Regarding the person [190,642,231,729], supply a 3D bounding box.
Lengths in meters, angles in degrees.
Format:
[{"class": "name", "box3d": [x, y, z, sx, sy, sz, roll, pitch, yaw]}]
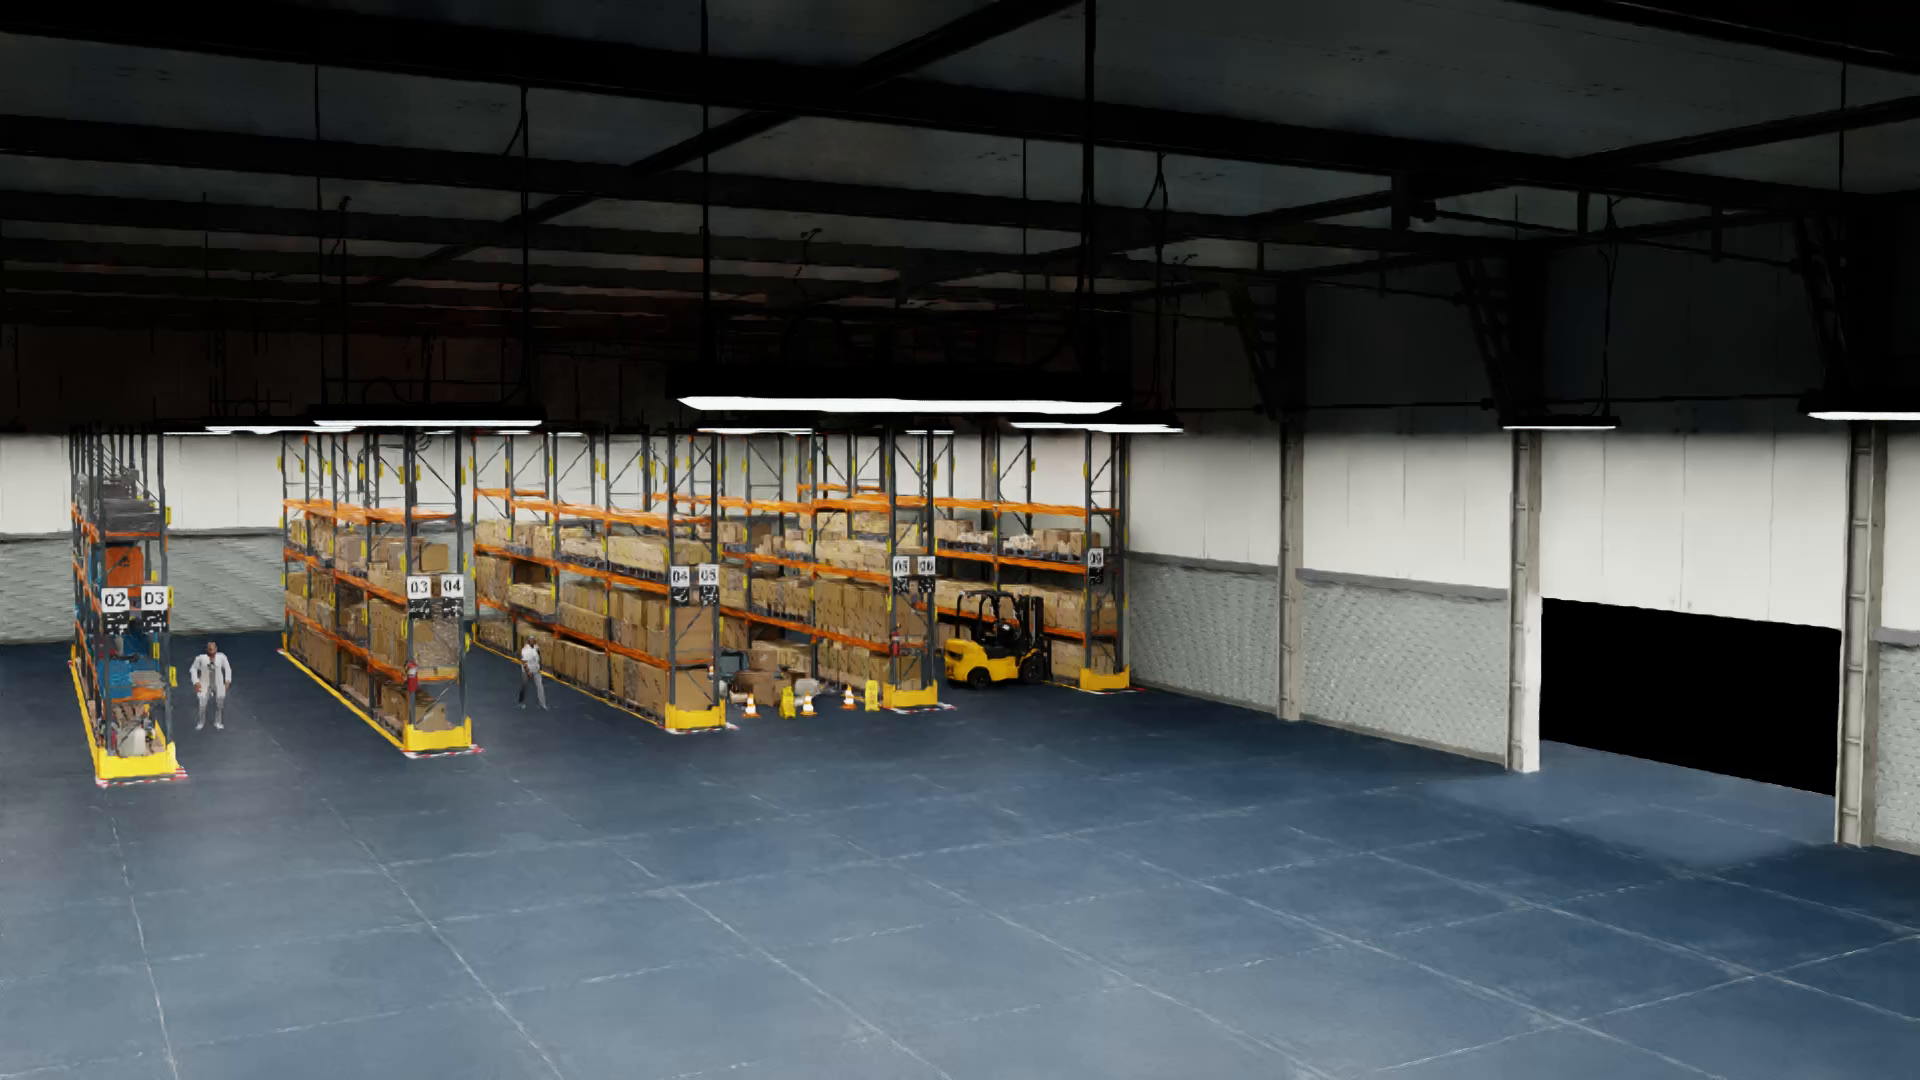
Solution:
[{"class": "person", "box3d": [-14.695, 2.846, 32.615, 0.729, 1.733, 0.544, -2, 4, -31]}]

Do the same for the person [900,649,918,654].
[{"class": "person", "box3d": [-1.198, 2.408, 39.212, 0.588, 1.758, 0.469, 2, 4, 29]}]

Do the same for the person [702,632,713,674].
[{"class": "person", "box3d": [-6.078, 2.406, 39.907, 0.569, 1.668, 0.559, 0, 4, -1]}]

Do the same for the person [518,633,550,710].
[{"class": "person", "box3d": [-8.978, 2.743, 34.831, 0.448, 1.623, 0.997, -3, 4, -38]}]
